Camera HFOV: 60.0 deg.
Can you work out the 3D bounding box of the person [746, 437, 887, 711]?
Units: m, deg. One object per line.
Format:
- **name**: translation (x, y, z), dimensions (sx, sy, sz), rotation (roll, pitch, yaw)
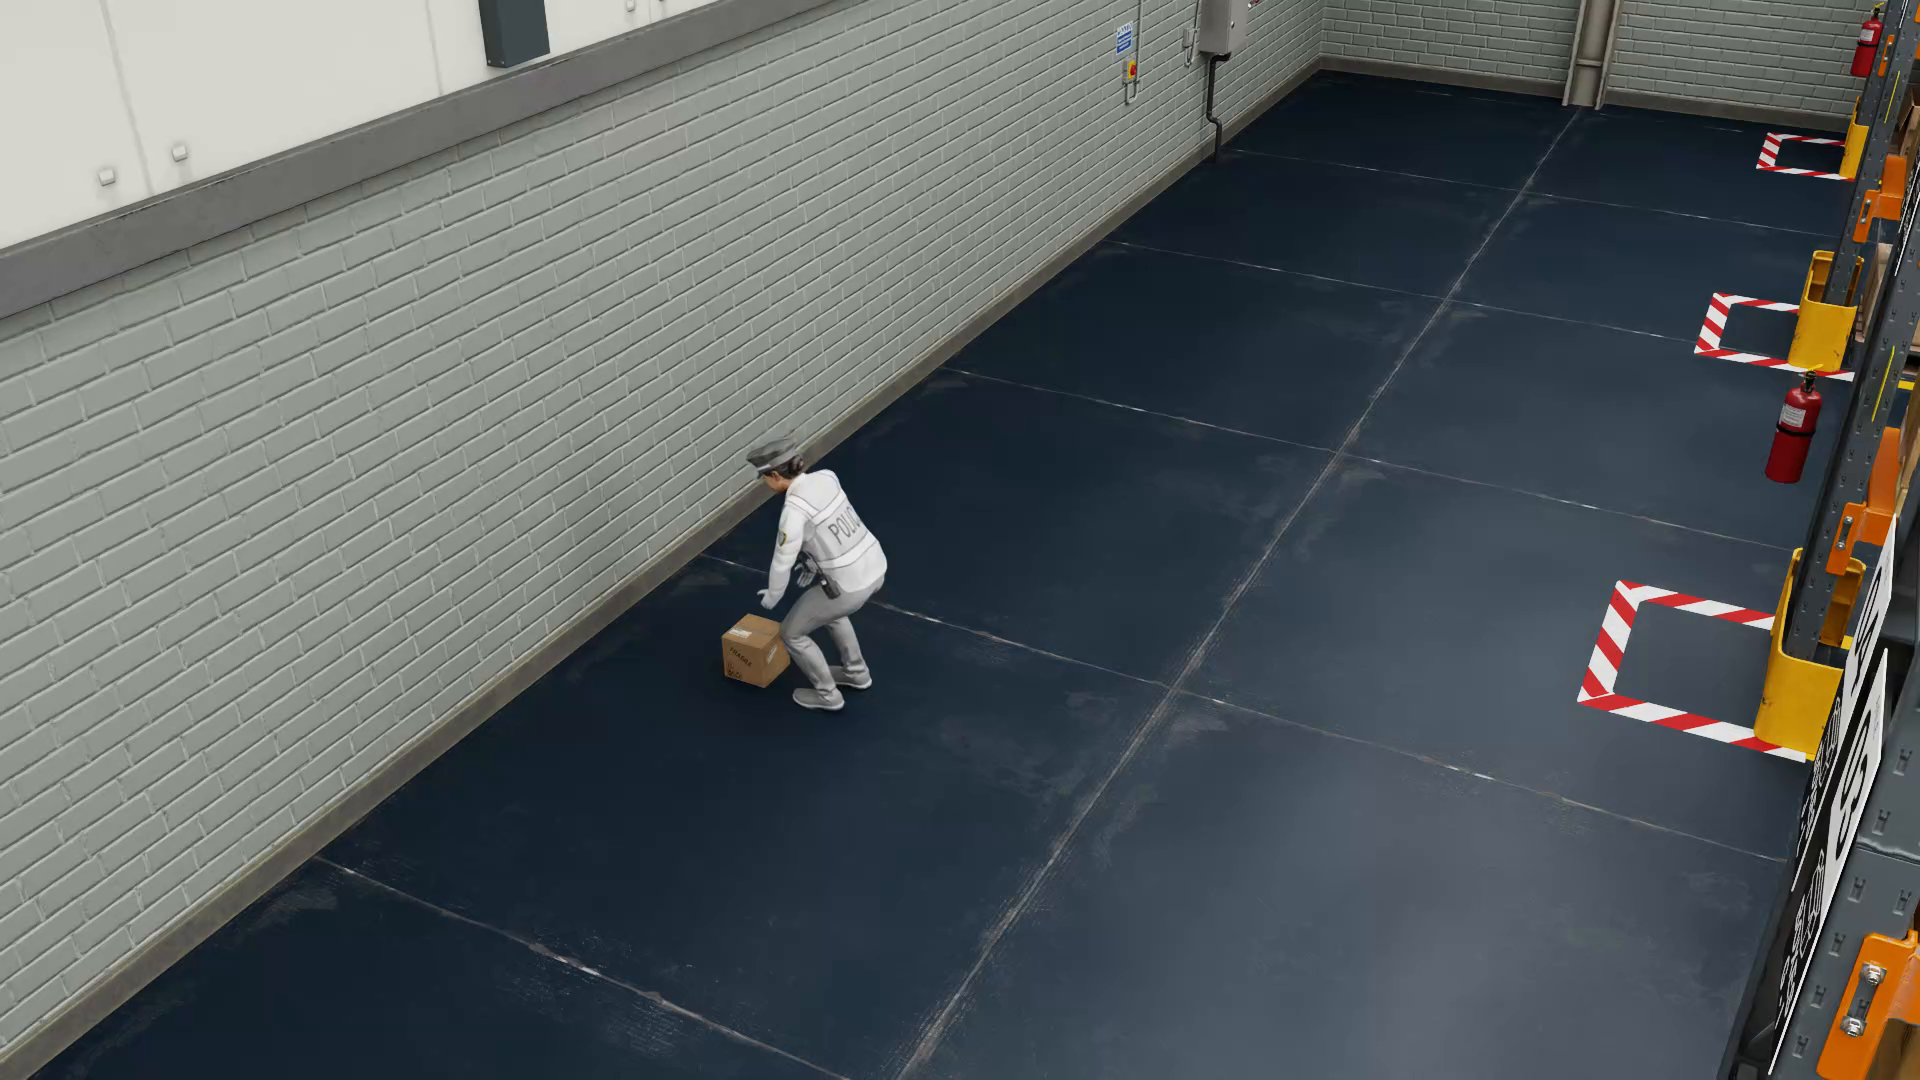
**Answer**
- **person**: translation (-0.709, 0.186, 8.221), dimensions (0.674, 1.416, 0.534), rotation (15, 33, 24)
